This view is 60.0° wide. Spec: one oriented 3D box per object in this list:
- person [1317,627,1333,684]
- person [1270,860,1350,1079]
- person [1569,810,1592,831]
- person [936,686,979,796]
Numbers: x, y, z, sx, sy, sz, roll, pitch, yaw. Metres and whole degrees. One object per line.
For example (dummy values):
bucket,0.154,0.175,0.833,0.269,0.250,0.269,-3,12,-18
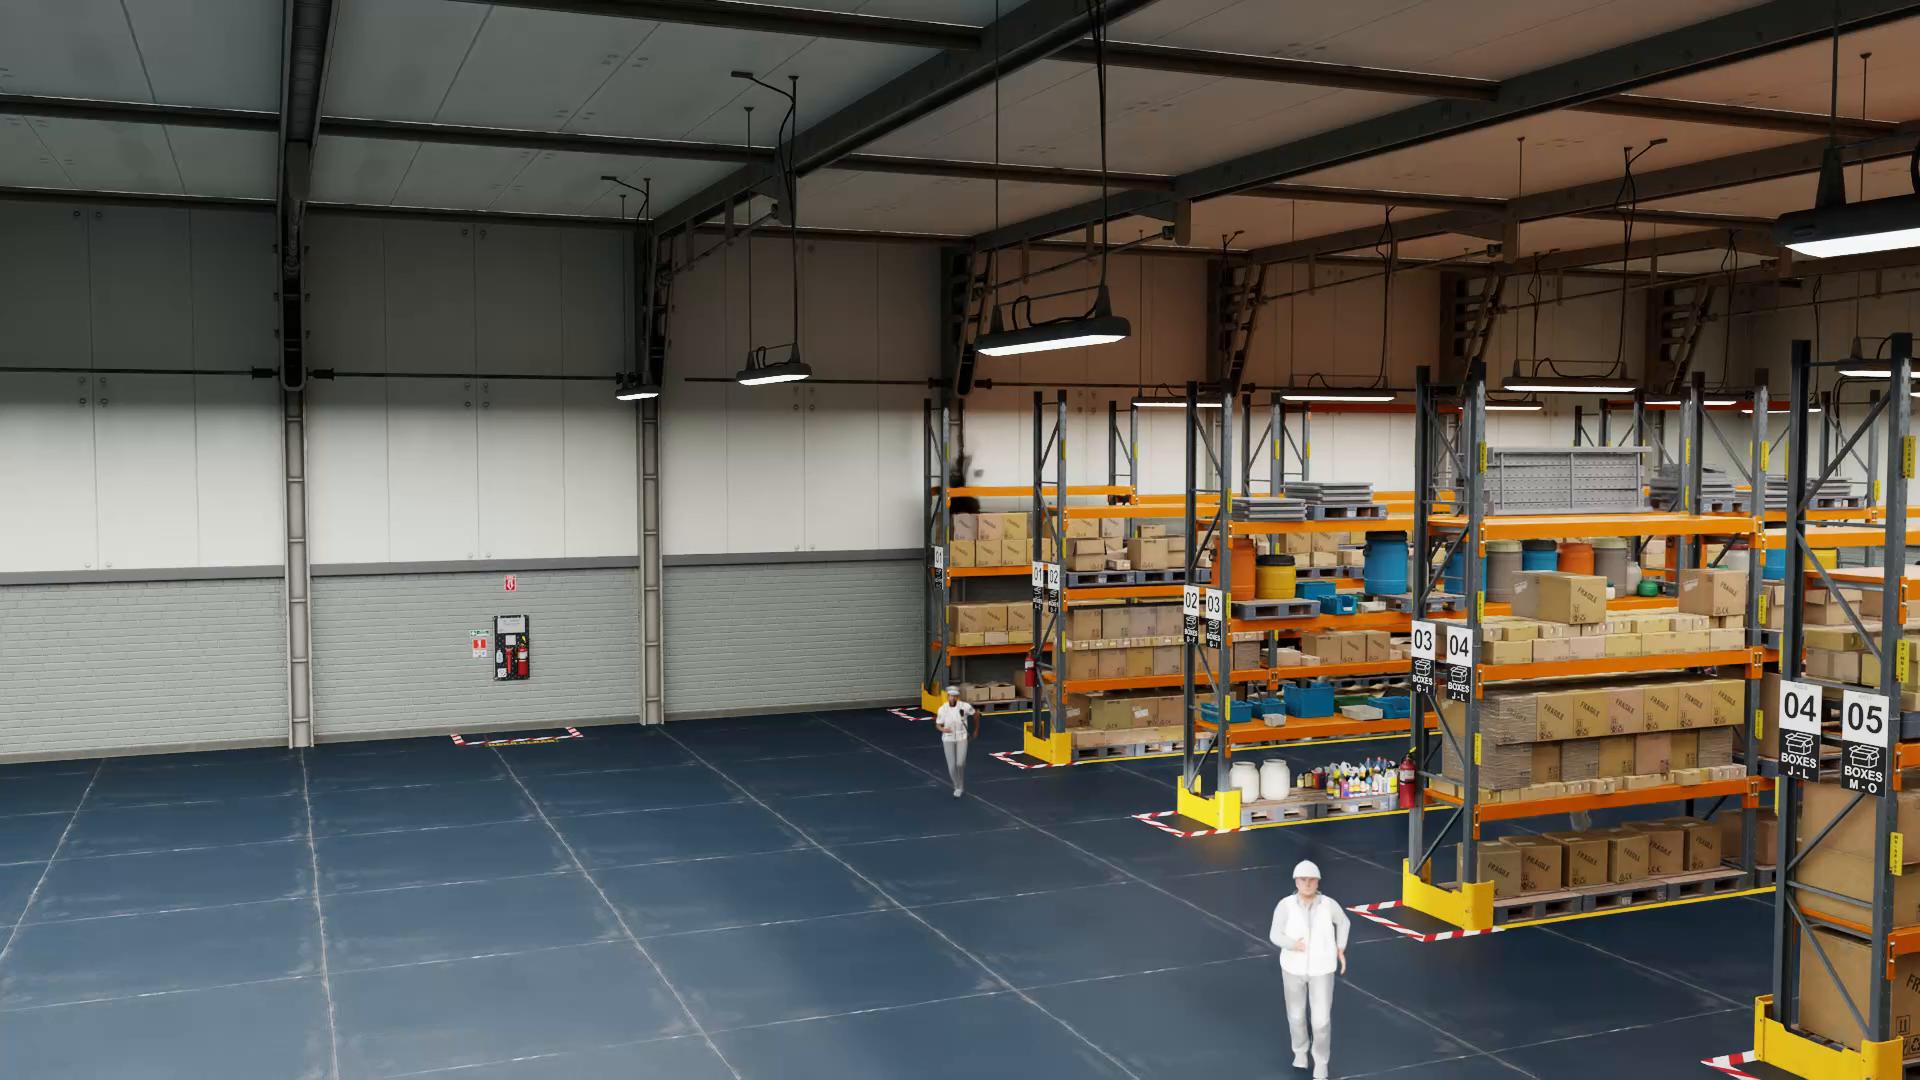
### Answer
person,6.836,2.439,31.150,0.733,1.841,0.657,-2,4,-27
person,2.817,3.493,13.422,0.625,1.806,0.721,1,3,14
person,7.937,3.032,21.477,0.767,1.839,0.638,-2,4,-30
person,-0.039,2.922,24.125,0.616,1.646,0.665,0,3,2
